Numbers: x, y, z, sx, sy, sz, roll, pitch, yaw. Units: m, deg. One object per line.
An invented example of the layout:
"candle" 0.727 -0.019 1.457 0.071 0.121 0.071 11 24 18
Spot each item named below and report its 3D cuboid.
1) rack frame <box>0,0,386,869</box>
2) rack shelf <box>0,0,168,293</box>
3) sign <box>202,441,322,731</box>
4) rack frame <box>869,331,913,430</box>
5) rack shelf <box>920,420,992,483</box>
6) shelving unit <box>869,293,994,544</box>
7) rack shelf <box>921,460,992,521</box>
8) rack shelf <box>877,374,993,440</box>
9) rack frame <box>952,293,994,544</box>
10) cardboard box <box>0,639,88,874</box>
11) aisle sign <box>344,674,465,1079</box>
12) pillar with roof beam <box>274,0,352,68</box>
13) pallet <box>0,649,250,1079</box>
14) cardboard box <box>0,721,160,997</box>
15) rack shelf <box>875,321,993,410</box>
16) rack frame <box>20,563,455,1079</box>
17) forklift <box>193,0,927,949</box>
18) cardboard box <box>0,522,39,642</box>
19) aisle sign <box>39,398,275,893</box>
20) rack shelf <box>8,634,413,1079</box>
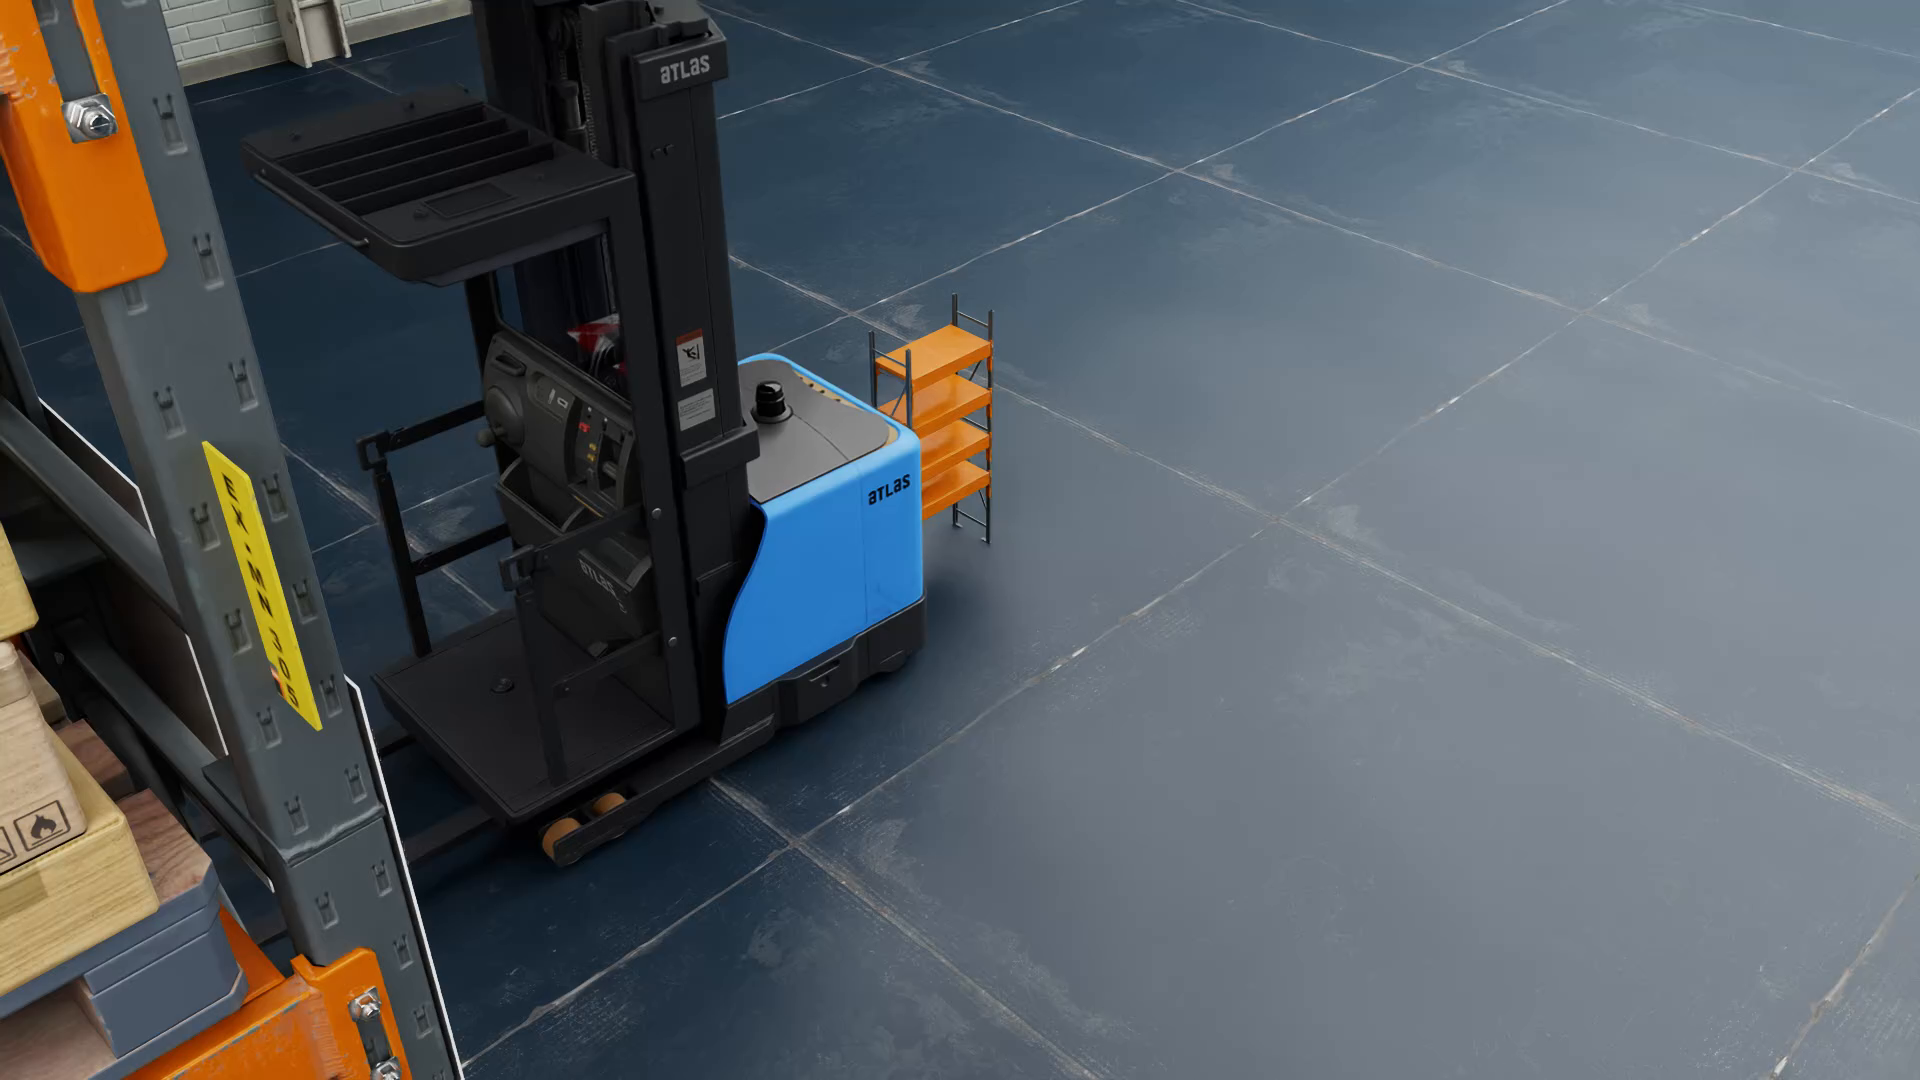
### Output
"rack frame" -1.098 -1.071 1.419 1.000 3.000 0.127 30 45 35
"rack shelf" -2.507 0.200 0.575 1.077 0.370 4.000 30 45 35
"sign" -0.723 0.053 1.725 0.100 0.325 0.005 30 45 35
"rack frame" -0.289 -0.326 7.168 0.240 1.200 0.015 30 45 35
"rack shelf" -0.117 -0.370 7.349 0.258 0.148 0.480 30 45 35
"shelving unit" -0.117 -0.425 7.310 0.258 1.200 0.503 30 45 35
"rack shelf" -0.117 -0.207 7.463 0.258 0.148 0.480 30 45 35
"rack shelf" -0.117 -0.553 7.221 0.258 0.148 0.480 30 45 35
"rack frame" 0.055 -0.524 7.452 0.240 1.200 0.015 30 45 35
"cardboard box" -1.245 0.197 1.640 0.500 0.250 0.500 -29 44 -35
"aisle sign" -0.835 0.415 2.260 0.394 0.787 0.004 30 45 35
"pillar with roof beam" -2.055 -5.805 8.208 9.100 9.000 0.400 30 45 35
"pallet" -1.613 0.501 1.865 1.003 0.211 1.213 30 45 35
"cardboard box" -1.092 0.320 1.811 0.380 0.149 0.250 29 44 35
"rack shelf" -0.117 -0.747 7.086 0.258 0.148 0.480 30 45 35
"rack frame" -1.098 1.389 3.136 1.000 3.000 0.127 30 45 35
"forklift" -1.562 -0.359 5.703 3.031 2.935 1.130 -28 44 -34
"cardboard box" -1.095 -0.005 1.580 0.250 0.149 0.380 -29 44 -35
"aisle sign" -1.261 0.173 2.607 0.394 0.787 0.004 30 45 35
"rack shelf" -2.507 1.266 1.319 1.077 0.370 4.000 30 45 35
